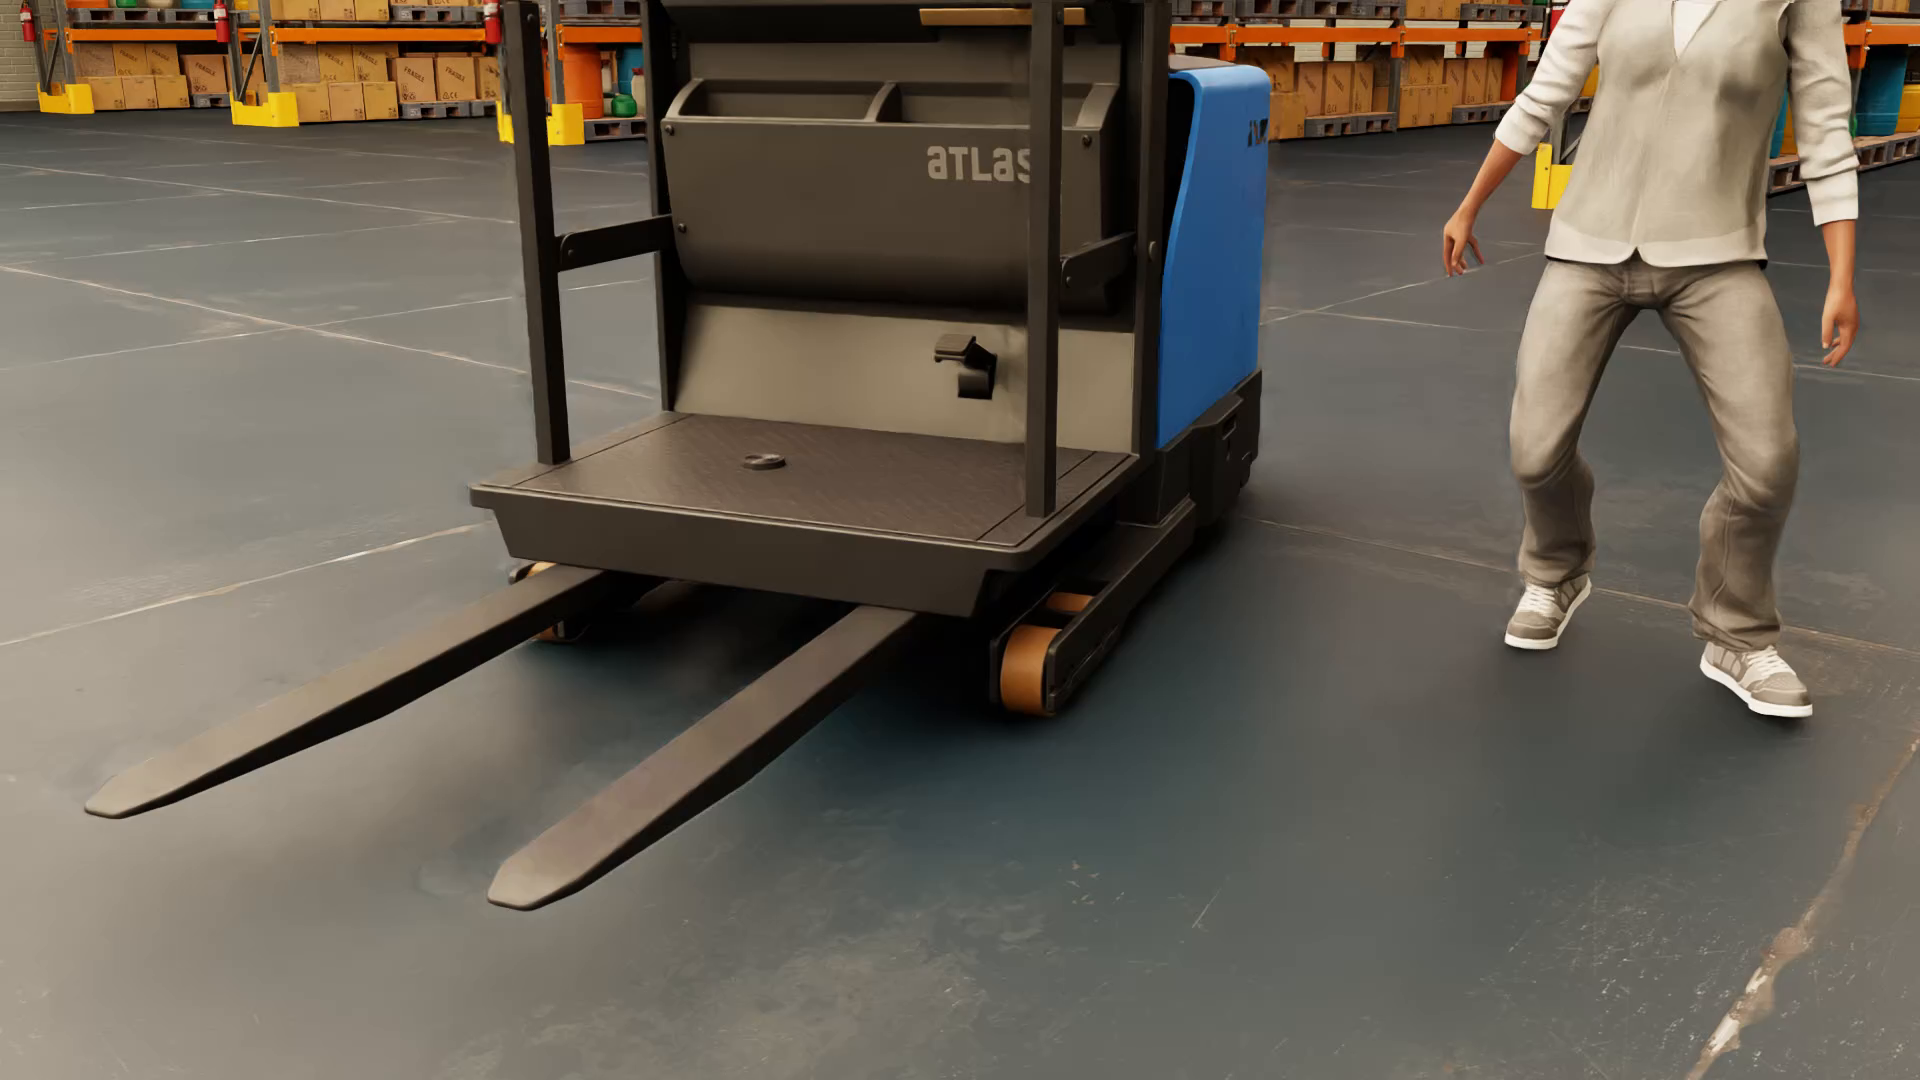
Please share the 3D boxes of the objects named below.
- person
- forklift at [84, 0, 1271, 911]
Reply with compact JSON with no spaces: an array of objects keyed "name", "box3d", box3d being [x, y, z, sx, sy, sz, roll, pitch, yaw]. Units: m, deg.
[{"name":"person","box3d":[1.217,-0.498,2.932,0.743,1.532,0.442,11,20,31]},{"name":"forklift","box3d":[-0.224,-1.227,2.939,1.130,2.935,3.031,7,18,21]}]
